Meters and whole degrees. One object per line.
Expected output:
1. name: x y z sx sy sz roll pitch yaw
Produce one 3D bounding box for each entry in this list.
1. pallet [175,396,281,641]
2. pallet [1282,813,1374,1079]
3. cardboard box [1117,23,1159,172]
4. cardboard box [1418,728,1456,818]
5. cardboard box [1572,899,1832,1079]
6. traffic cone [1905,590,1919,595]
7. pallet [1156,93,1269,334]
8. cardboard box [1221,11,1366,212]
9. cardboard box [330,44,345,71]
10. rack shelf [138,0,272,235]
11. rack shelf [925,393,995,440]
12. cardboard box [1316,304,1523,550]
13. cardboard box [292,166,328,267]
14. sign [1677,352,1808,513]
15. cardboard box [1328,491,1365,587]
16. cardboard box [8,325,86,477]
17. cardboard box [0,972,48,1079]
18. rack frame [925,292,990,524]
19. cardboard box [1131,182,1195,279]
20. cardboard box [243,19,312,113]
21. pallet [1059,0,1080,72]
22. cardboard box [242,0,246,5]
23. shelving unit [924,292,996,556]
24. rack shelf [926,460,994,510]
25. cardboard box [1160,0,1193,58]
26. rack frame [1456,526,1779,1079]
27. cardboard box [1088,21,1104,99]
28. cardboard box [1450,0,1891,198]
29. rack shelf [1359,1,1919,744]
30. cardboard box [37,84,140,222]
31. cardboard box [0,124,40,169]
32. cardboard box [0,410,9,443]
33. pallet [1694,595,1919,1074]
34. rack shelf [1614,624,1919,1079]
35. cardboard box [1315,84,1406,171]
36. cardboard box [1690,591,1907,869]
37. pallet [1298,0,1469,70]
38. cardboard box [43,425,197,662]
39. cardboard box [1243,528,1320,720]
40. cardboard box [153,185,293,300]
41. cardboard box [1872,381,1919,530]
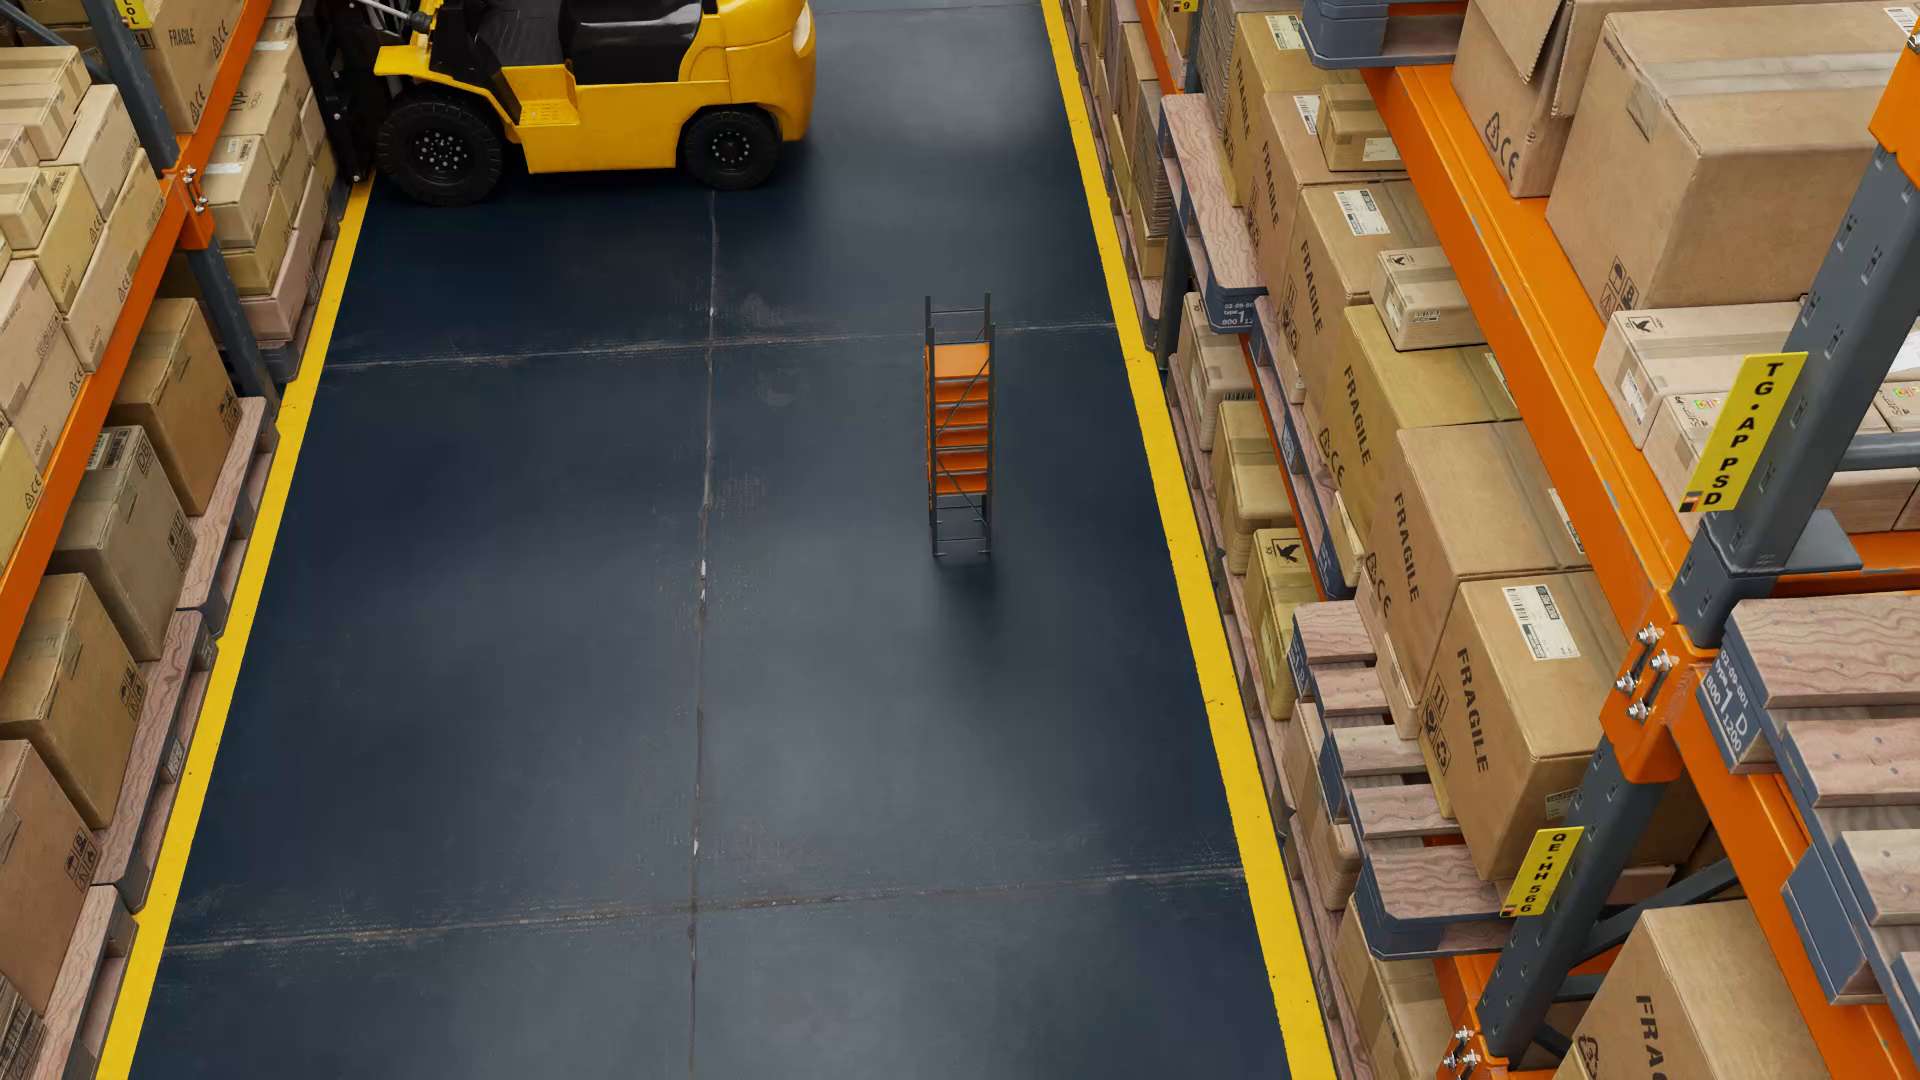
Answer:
1. pallet: -3.441 -0.082 6.819 1.003 0.211 1.213 -3 47 -3
2. pallet: 1.676 1.411 5.404 1.003 0.211 1.213 -3 47 -3
3. cardboard box: 1.043 -2.112 7.909 0.500 0.500 0.500 -3 47 -3
4. cardboard box: 1.383 0.548 4.186 0.380 0.149 0.250 -3 47 -3
5. cardboard box: 1.537 1.012 3.105 0.500 0.500 0.500 -5 47 -5
6. traffic cone: 3.924 -0.043 6.608 0.336 0.463 0.334 -3 47 -3
7. pallet: 1.324 -1.248 6.135 1.003 0.211 1.213 -3 47 -3
8. cardboard box: 1.201 -1.438 5.620 0.500 0.500 0.500 -3 47 -3
9. cardboard box: -3.390 -2.405 8.359 0.500 0.250 0.500 -4 47 -3
10. rack shelf: -3.709 -2.771 7.941 1.077 0.370 4.000 -3 47 -3
11. rack shelf: -0.001 -0.475 6.406 0.258 0.103 0.180 -3 47 -3
12. cardboard box: 1.327 -0.313 4.554 0.500 0.500 0.500 -6 47 -6
13. cardboard box: -3.310 -1.507 7.852 0.500 0.250 0.500 -4 47 -4
14. sign: 1.199 -0.160 2.550 0.100 0.325 0.005 -3 47 -3
15. cardboard box: 1.267 -0.013 4.717 0.380 0.149 0.250 -3 47 -3
16. cardboard box: -3.180 -0.447 5.347 0.500 0.250 0.500 -3 47 -3
17. cardboard box: -3.245 1.543 4.706 0.875 0.625 0.625 -2 47 -2
18. rack frame: -0.009 -0.489 6.523 0.240 1.200 0.006 -3 47 -3
19. cardboard box: 1.087 -1.486 7.833 0.500 0.250 0.500 -2 47 -1
20. cardboard box: -3.355 -2.213 7.833 0.500 0.250 0.500 -2 47 -2
21. pallet: 1.109 -3.166 9.740 1.003 0.211 1.213 -3 47 -3
22. cardboard box: -3.422 -2.685 7.295 0.500 0.500 0.500 -4 47 -4
23. shelving unit: -0.001 -0.423 6.461 0.258 1.200 0.189 -3 47 -3
24. rack shelf: -0.001 -0.227 6.667 0.258 0.103 0.180 -3 47 -3
25. cardboard box: 1.120 -2.319 6.743 0.500 0.500 0.500 -5 47 -4
26. rack frame: 1.739 1.018 3.856 1.000 3.000 0.127 -3 47 -3
27. cardboard box: 0.955 -2.605 8.892 0.500 0.250 0.500 -1 47 -1
28. cardboard box: 1.583 -1.151 3.773 0.797 0.503 0.637 -3 47 -3
29. rack shelf: 1.572 -1.213 4.399 1.077 0.370 4.000 -3 47 -3
30. cardboard box: -3.245 -1.352 5.860 0.500 0.250 0.500 -4 47 -4
31. cardboard box: -3.284 -1.230 5.469 0.380 0.149 0.250 -4 47 -3
32. cardboard box: -3.135 -0.244 4.811 0.500 0.250 0.500 -3 47 -3
33. pallet: 1.846 0.514 2.398 1.213 0.211 1.003 -2 47 -1
34. rack shelf: 1.907 1.681 1.658 1.077 0.370 4.000 -3 47 -3
35. cardboard box: 1.285 -1.239 4.984 0.380 0.149 0.250 -1 47 -1
36. cardboard box: 1.932 0.397 3.881 0.500 0.500 0.500 -5 47 -4
37. pallet: 1.440 -1.640 4.437 1.213 0.211 1.003 -3 47 -3
38. cardboard box: -3.429 0.039 6.130 0.875 0.625 0.625 -4 47 -4
39. cardboard box: 1.575 0.285 6.071 0.950 0.372 0.625 -2 47 -2
40. cardboard box: -3.274 -1.311 7.323 0.500 0.250 0.500 -4 47 -3
41. cardboard box: 1.883 -0.165 3.084 0.380 0.149 0.250 -3 47 -3
